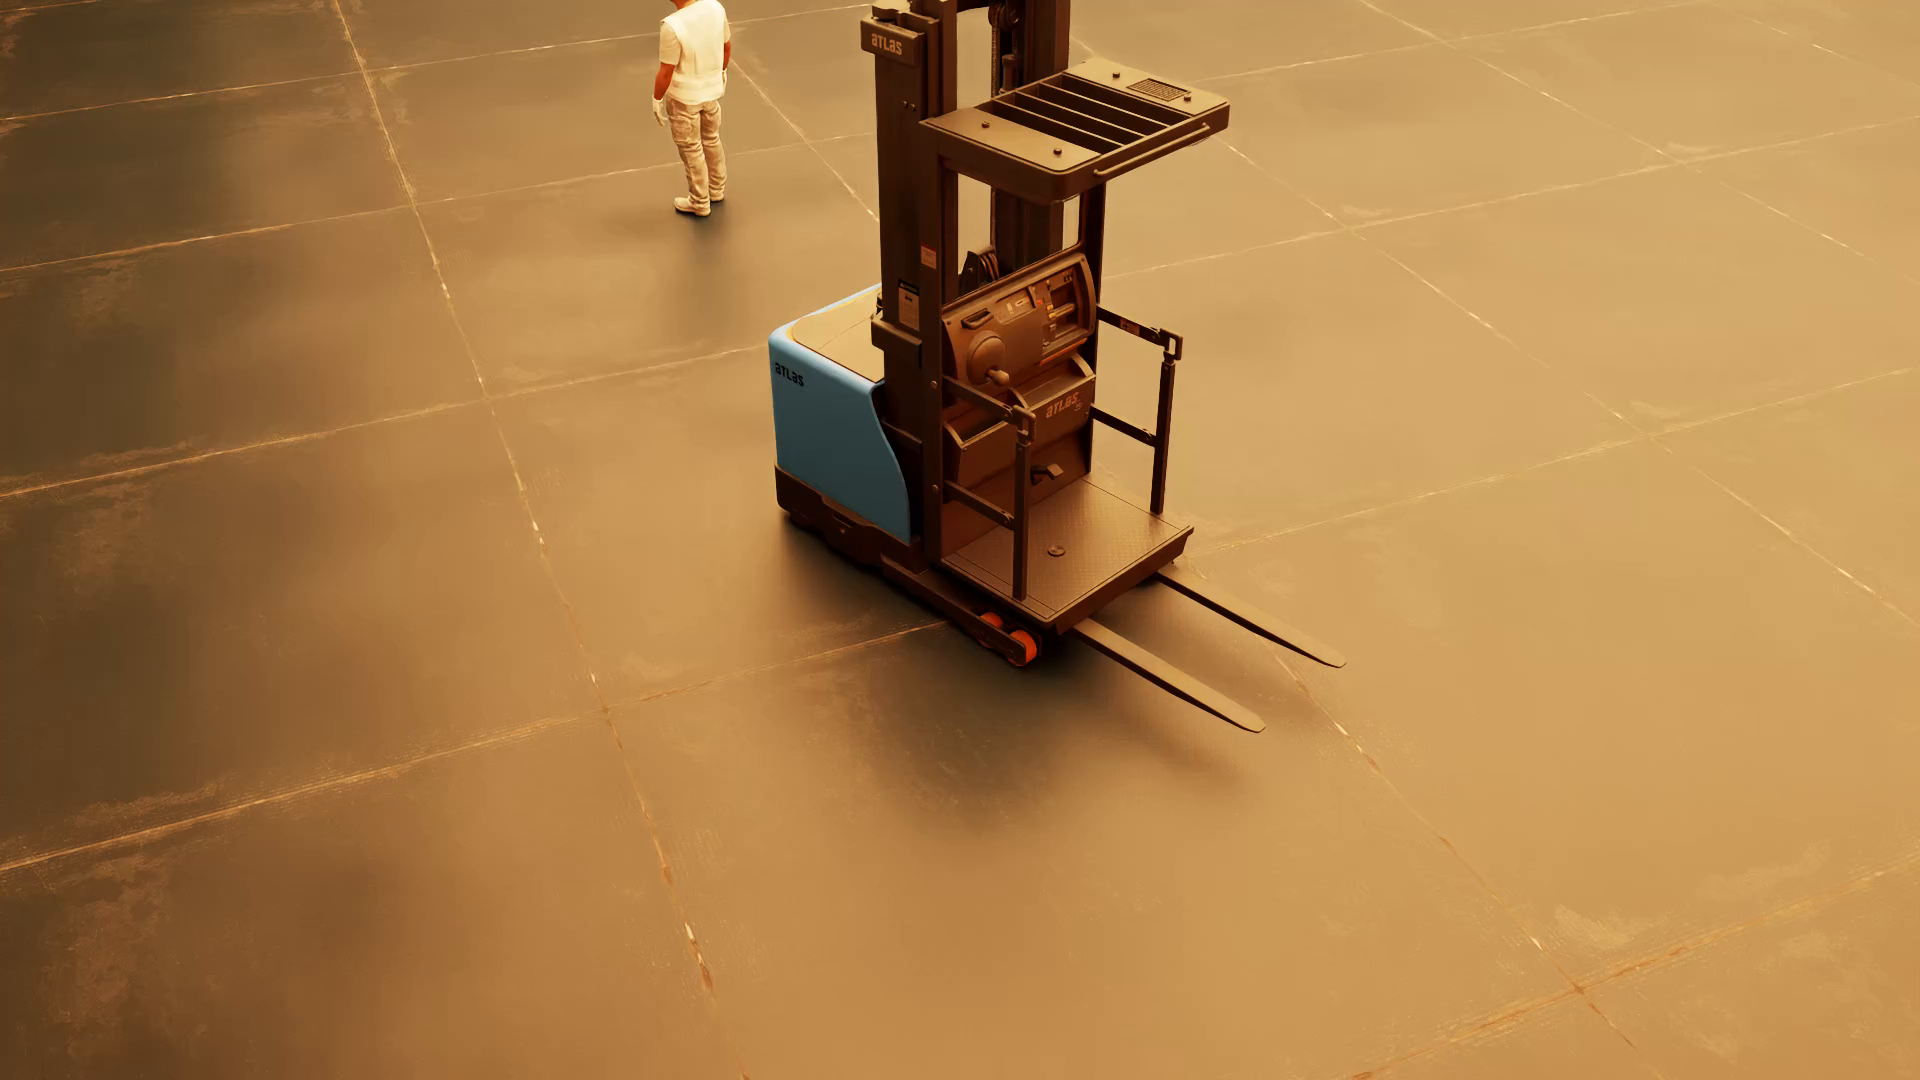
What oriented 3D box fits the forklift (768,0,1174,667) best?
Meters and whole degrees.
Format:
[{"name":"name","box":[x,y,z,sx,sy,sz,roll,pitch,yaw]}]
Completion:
[{"name":"forklift","box":[0.432,-0.946,7.429,3.031,2.935,1.130,30,45,35]}]

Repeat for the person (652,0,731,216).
[{"name":"person","box":[-1.885,-3.086,11.447,0.577,1.745,0.657,26,43,32]}]
